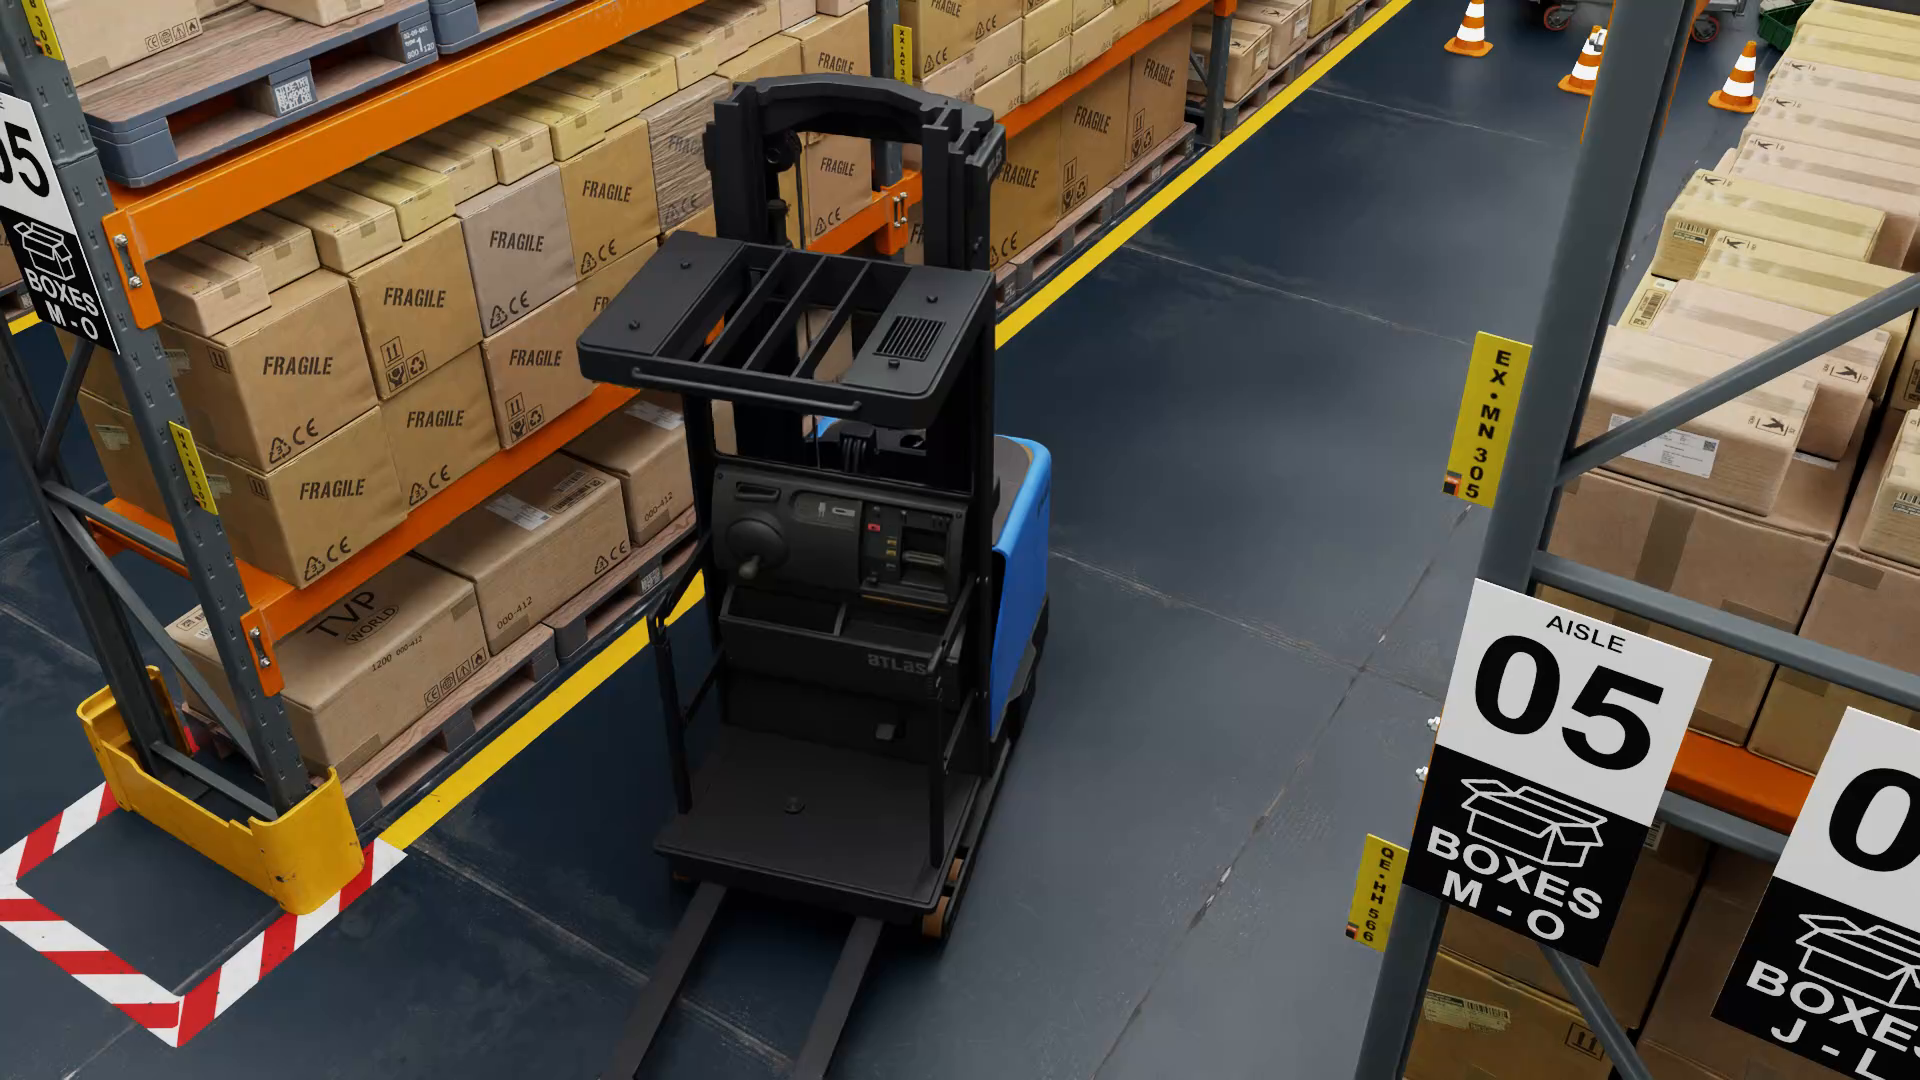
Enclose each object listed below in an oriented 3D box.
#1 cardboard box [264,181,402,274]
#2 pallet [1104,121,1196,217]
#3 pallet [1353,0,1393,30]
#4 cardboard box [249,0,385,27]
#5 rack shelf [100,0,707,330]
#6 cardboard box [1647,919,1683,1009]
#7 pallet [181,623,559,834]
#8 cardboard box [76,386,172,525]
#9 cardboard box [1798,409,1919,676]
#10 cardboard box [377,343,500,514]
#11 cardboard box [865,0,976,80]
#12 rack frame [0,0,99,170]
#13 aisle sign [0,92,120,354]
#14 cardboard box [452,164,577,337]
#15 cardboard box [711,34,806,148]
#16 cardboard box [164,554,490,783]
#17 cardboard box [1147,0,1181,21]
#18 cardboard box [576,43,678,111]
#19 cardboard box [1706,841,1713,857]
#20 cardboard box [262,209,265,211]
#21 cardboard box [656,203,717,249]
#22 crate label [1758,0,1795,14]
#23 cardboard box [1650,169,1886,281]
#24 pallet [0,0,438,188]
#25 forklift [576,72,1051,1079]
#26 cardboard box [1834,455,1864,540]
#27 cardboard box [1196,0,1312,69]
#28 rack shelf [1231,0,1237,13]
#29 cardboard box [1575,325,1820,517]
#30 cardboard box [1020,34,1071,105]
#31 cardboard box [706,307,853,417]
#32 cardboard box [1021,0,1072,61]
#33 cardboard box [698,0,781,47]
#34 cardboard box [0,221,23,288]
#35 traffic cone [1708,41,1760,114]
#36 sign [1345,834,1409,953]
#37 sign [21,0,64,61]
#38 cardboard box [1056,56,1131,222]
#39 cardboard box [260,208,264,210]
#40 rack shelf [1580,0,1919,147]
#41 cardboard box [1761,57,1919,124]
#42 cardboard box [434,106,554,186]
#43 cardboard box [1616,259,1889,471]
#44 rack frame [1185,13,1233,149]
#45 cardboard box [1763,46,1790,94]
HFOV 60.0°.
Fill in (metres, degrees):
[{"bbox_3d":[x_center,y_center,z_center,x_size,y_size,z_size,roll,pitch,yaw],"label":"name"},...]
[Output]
[{"bbox_3d":[-2.144,-1.074,5.694,0.380,0.149,0.250,23,43,26],"label":"cardboard box"},{"bbox_3d":[0.915,-2.672,11.483,1.003,0.211,1.213,21,42,25],"label":"pallet"},{"bbox_3d":[3.129,-4.714,14.132,1.003,0.211,1.213,21,42,25],"label":"pallet"},{"bbox_3d":[-2.108,-1.814,5.409,0.380,0.149,0.250,23,43,27],"label":"cardboard box"},{"bbox_3d":[-1.813,-1.968,6.418,1.077,0.370,4.000,21,42,25],"label":"rack shelf"},{"bbox_3d":[2.088,0.950,4.174,0.500,0.500,0.500,21,42,25],"label":"cardboard box"},{"bbox_3d":[-2.522,0.633,7.196,1.003,0.211,1.213,21,42,25],"label":"pallet"},{"bbox_3d":[-2.850,-0.409,6.181,0.500,0.500,0.500,21,42,25],"label":"cardboard box"},{"bbox_3d":[1.809,0.060,2.911,0.500,0.250,0.500,22,43,26],"label":"cardboard box"},{"bbox_3d":[-2.138,-0.497,6.296,0.500,0.500,0.500,21,42,25],"label":"cardboard box"},{"bbox_3d":[-0.263,-2.665,8.288,0.500,0.500,0.500,22,43,26],"label":"cardboard box"},{"bbox_3d":[-2.885,-2.410,3.945,1.000,3.000,0.127,21,42,25],"label":"rack frame"},{"bbox_3d":[-2.678,-0.932,4.812,0.394,0.787,0.004,21,42,25],"label":"aisle sign"},{"bbox_3d":[-1.847,-1.161,6.337,0.500,0.500,0.500,21,42,25],"label":"cardboard box"},{"bbox_3d":[-1.040,-1.939,7.347,0.500,0.500,0.500,21,42,24],"label":"cardboard box"},{"bbox_3d":[-2.616,0.441,6.915,0.875,0.438,0.875,20,42,24],"label":"cardboard box"},{"bbox_3d":[1.089,-3.485,10.376,0.500,0.250,0.500,22,43,26],"label":"cardboard box"},{"bbox_3d":[-1.376,-1.887,6.749,0.380,0.149,0.250,20,42,24],"label":"cardboard box"},{"bbox_3d":[2.079,0.573,3.845,0.500,0.500,0.500,22,43,26],"label":"cardboard box"},{"bbox_3d":[-2.572,-1.075,6.226,0.500,0.500,0.500,21,42,25],"label":"cardboard box"},{"bbox_3d":[-1.302,-1.282,7.314,0.500,0.500,0.500,21,42,24],"label":"cardboard box"},{"bbox_3d":[6.784,-4.388,13.770,0.298,0.136,0.250,-5,38,-6],"label":"crate label"},{"bbox_3d":[1.681,-0.618,3.465,0.380,0.149,0.250,22,43,26],"label":"cardboard box"},{"bbox_3d":[-2.496,-1.573,5.389,1.003,0.211,1.213,21,42,25],"label":"pallet"},{"bbox_3d":[-0.490,0.066,5.703,1.130,2.935,3.031,10,39,12],"label":"forklift"},{"bbox_3d":[2.091,-0.013,3.416,0.500,0.250,0.500,23,43,26],"label":"cardboard box"},{"bbox_3d":[2.101,-3.955,12.671,0.950,0.372,0.625,20,42,24],"label":"cardboard box"},{"bbox_3d":[2.473,-4.904,12.684,1.077,0.370,4.000,21,42,25],"label":"rack shelf"},{"bbox_3d":[1.279,-0.219,2.947,0.380,0.149,0.250,21,42,25],"label":"cardboard box"},{"bbox_3d":[0.281,-2.704,9.362,0.500,0.250,0.500,21,42,25],"label":"cardboard box"},{"bbox_3d":[-1.169,-0.959,8.732,0.875,0.438,0.875,21,42,24],"label":"cardboard box"},{"bbox_3d":[0.281,-2.899,9.206,0.500,0.250,0.500,22,43,26],"label":"cardboard box"},{"bbox_3d":[-1.013,-2.300,7.284,0.380,0.149,0.250,21,42,25],"label":"cardboard box"},{"bbox_3d":[-5.812,-1.784,9.751,0.500,0.500,0.500,22,43,26],"label":"cardboard box"},{"bbox_3d":[5.785,-3.451,12.287,0.336,0.463,0.334,21,42,25],"label":"traffic cone"},{"bbox_3d":[0.891,0.757,3.543,0.100,0.325,0.005,21,42,25],"label":"sign"},{"bbox_3d":[-2.419,-1.415,4.331,0.100,0.325,0.005,21,42,25],"label":"sign"},{"bbox_3d":[0.480,-2.696,10.626,0.875,0.875,0.875,22,43,26],"label":"cardboard box"},{"bbox_3d":[-2.679,-1.276,5.956,0.380,0.149,0.250,21,42,25],"label":"cardboard box"},{"bbox_3d":[2.421,-1.588,3.471,1.077,0.370,4.000,21,42,25],"label":"rack shelf"},{"bbox_3d":[2.122,-1.005,3.966,0.380,0.149,0.250,20,42,24],"label":"cardboard box"},{"bbox_3d":[-1.753,-1.483,6.224,0.380,0.149,0.250,22,43,26],"label":"cardboard box"},{"bbox_3d":[1.654,-0.378,3.480,0.500,0.250,0.500,20,42,24],"label":"cardboard box"},{"bbox_3d":[1.401,-4.158,11.127,1.000,3.000,0.127,21,42,25],"label":"rack frame"},{"bbox_3d":[2.480,-1.176,4.515,0.500,0.250,0.500,22,43,26],"label":"cardboard box"}]
